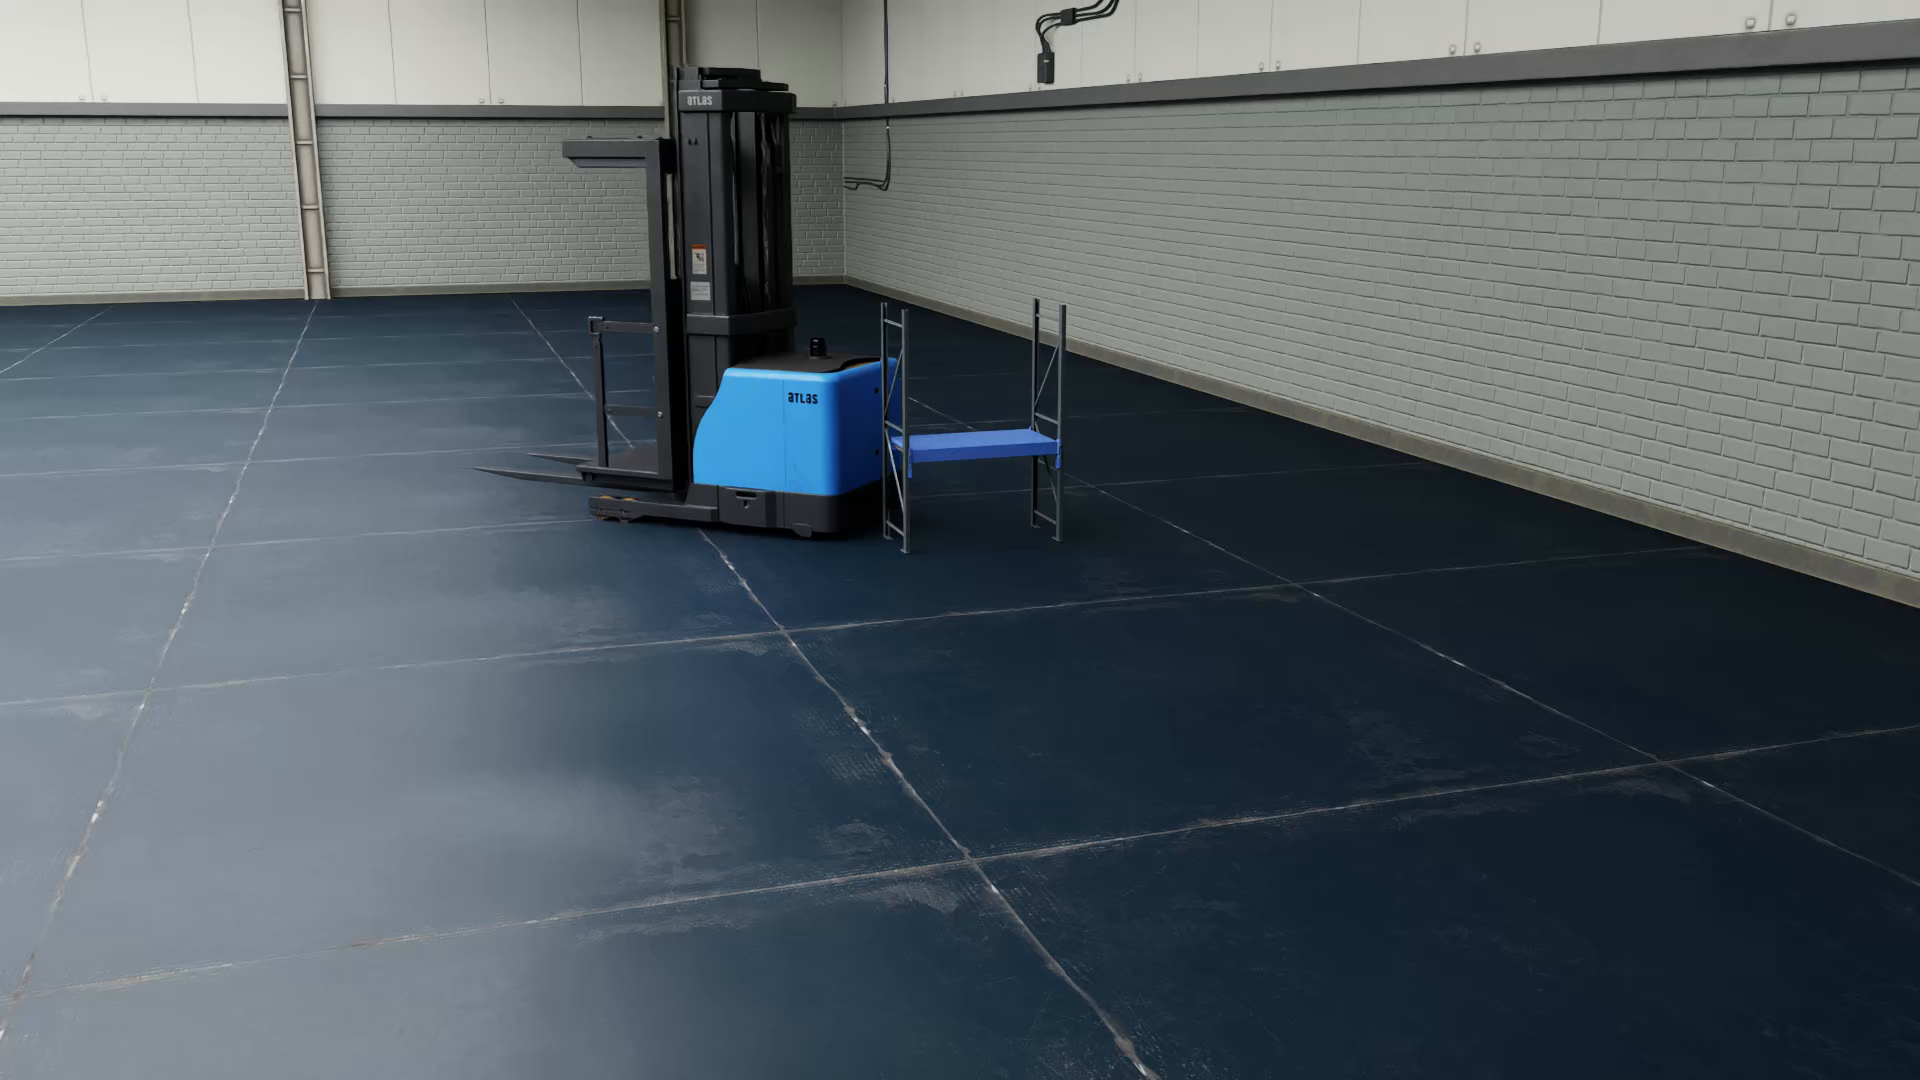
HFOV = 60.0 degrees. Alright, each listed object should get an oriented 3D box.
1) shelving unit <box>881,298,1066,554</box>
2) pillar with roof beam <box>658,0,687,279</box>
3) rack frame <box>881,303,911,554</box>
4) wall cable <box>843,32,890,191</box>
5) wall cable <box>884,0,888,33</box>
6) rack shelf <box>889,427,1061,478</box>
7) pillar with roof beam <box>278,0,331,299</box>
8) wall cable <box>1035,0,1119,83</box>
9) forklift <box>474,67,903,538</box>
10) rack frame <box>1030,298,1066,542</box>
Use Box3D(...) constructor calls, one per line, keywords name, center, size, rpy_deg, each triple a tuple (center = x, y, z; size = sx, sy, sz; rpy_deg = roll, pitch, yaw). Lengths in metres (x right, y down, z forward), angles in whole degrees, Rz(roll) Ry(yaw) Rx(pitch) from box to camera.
Box3D(name="shelving unit", center=(0.081, -0.736, 10.496), size=(1.048, 1.500, 0.538), rpy_deg=(-4, 14, -18))
Box3D(name="pillar with roof beam", center=(-3.503, -7.856, 24.223), size=(0.400, 9.000, 9.100), rpy_deg=(-4, 14, -18))
Box3D(name="rack frame", center=(-0.401, -0.698, 10.338), size=(0.032, 1.500, 0.500), rpy_deg=(-4, 14, -18))
Box3D(name="wall cable", center=(-1.662, -7.217, 28.247), size=(0.112, 2.526, 3.097), rpy_deg=(-4, 14, -18))
Box3D(name="wall cable", center=(-0.799, -9.080, 25.168), size=(0.112, 2.526, 3.097), rpy_deg=(-4, 14, -18))
Box3D(name="rack shelf", center=(0.081, -0.561, 10.537), size=(1.000, 0.185, 0.538), rpy_deg=(-4, 14, -18))
Box3D(name="pillar with roof beam", center=(-9.190, -7.413, 22.361), size=(0.400, 9.000, 9.100), rpy_deg=(-4, 14, -18))
Box3D(name="wall cable", center=(1.351, -8.299, 18.735), size=(0.169, 6.003, 2.305), rpy_deg=(-4, 14, -18))
Box3D(name="forklift", center=(-1.944, -1.646, 11.230), size=(3.031, 2.935, 1.130), rpy_deg=(6, 15, 23))
Box3D(name="rack frame", center=(0.563, -0.773, 10.653), size=(0.032, 1.500, 0.500), rpy_deg=(-4, 14, -18))
